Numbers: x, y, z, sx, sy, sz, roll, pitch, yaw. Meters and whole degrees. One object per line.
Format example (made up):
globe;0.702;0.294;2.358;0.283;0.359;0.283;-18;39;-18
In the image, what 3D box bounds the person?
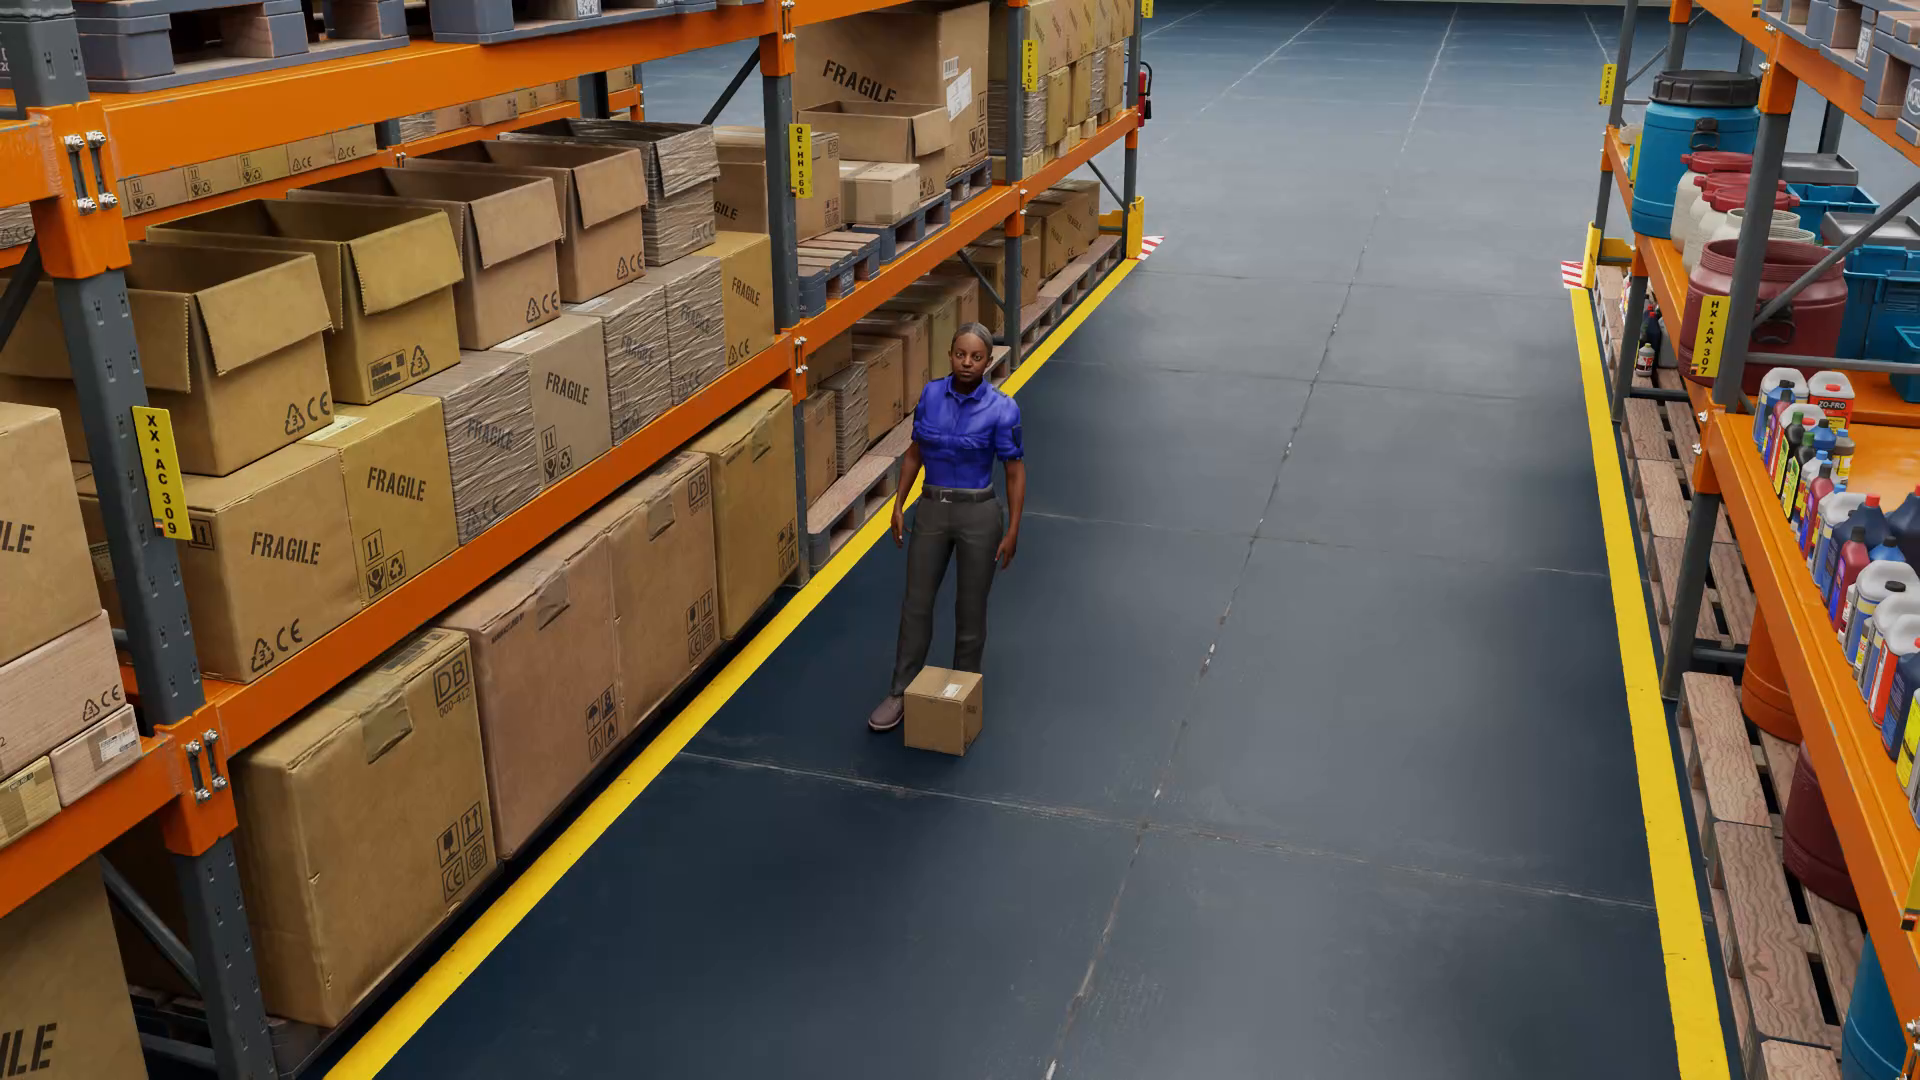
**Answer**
person;-0.047;-0.035;6.662;0.570;1.654;0.504;8;23;18
